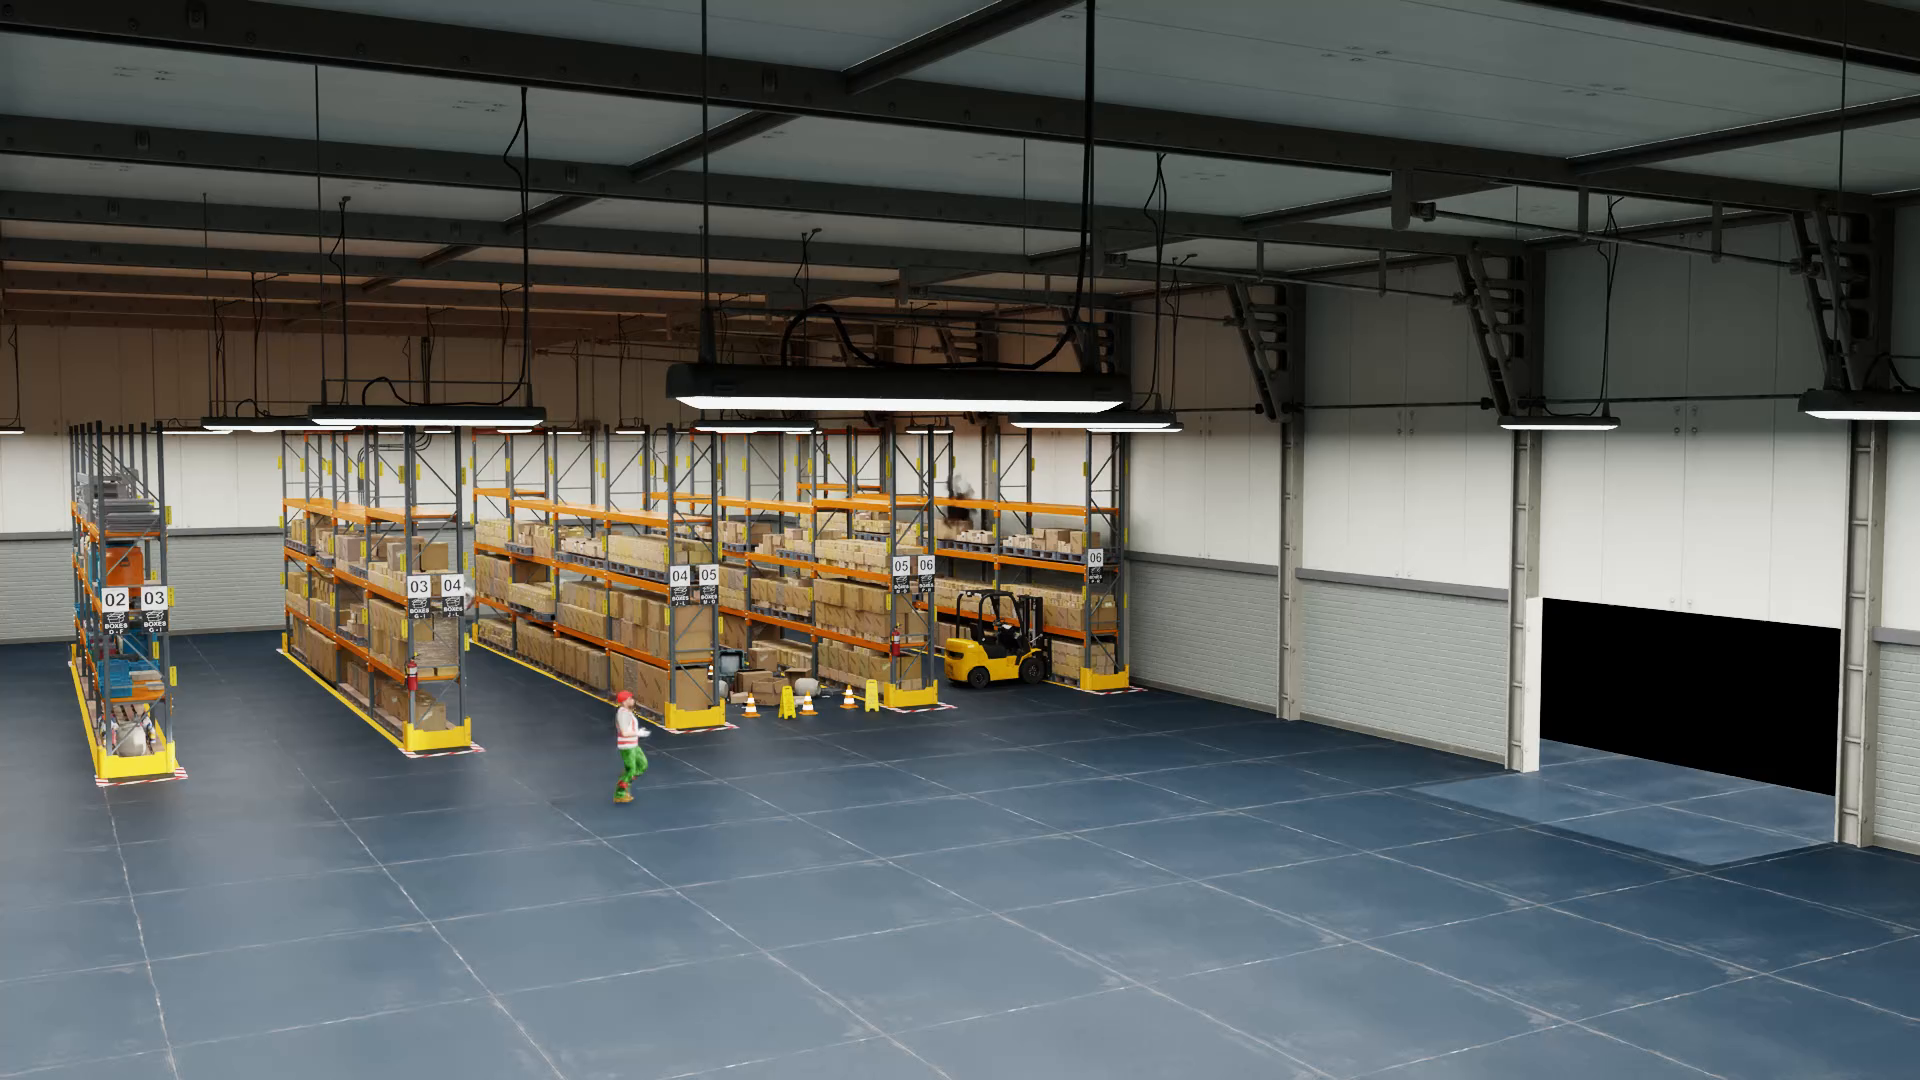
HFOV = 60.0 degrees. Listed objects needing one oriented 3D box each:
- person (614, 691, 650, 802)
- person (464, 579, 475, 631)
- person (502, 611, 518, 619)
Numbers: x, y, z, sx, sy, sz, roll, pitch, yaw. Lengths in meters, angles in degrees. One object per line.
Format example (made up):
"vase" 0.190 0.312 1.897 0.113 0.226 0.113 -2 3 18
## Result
"person" -5.130 3.223 26.027 0.604 1.750 0.640 0 4 -4
"person" -14.252 1.939 47.406 0.768 1.758 0.654 2 4 32
"person" -13.080 1.943 48.257 0.679 1.587 0.674 1 4 17
